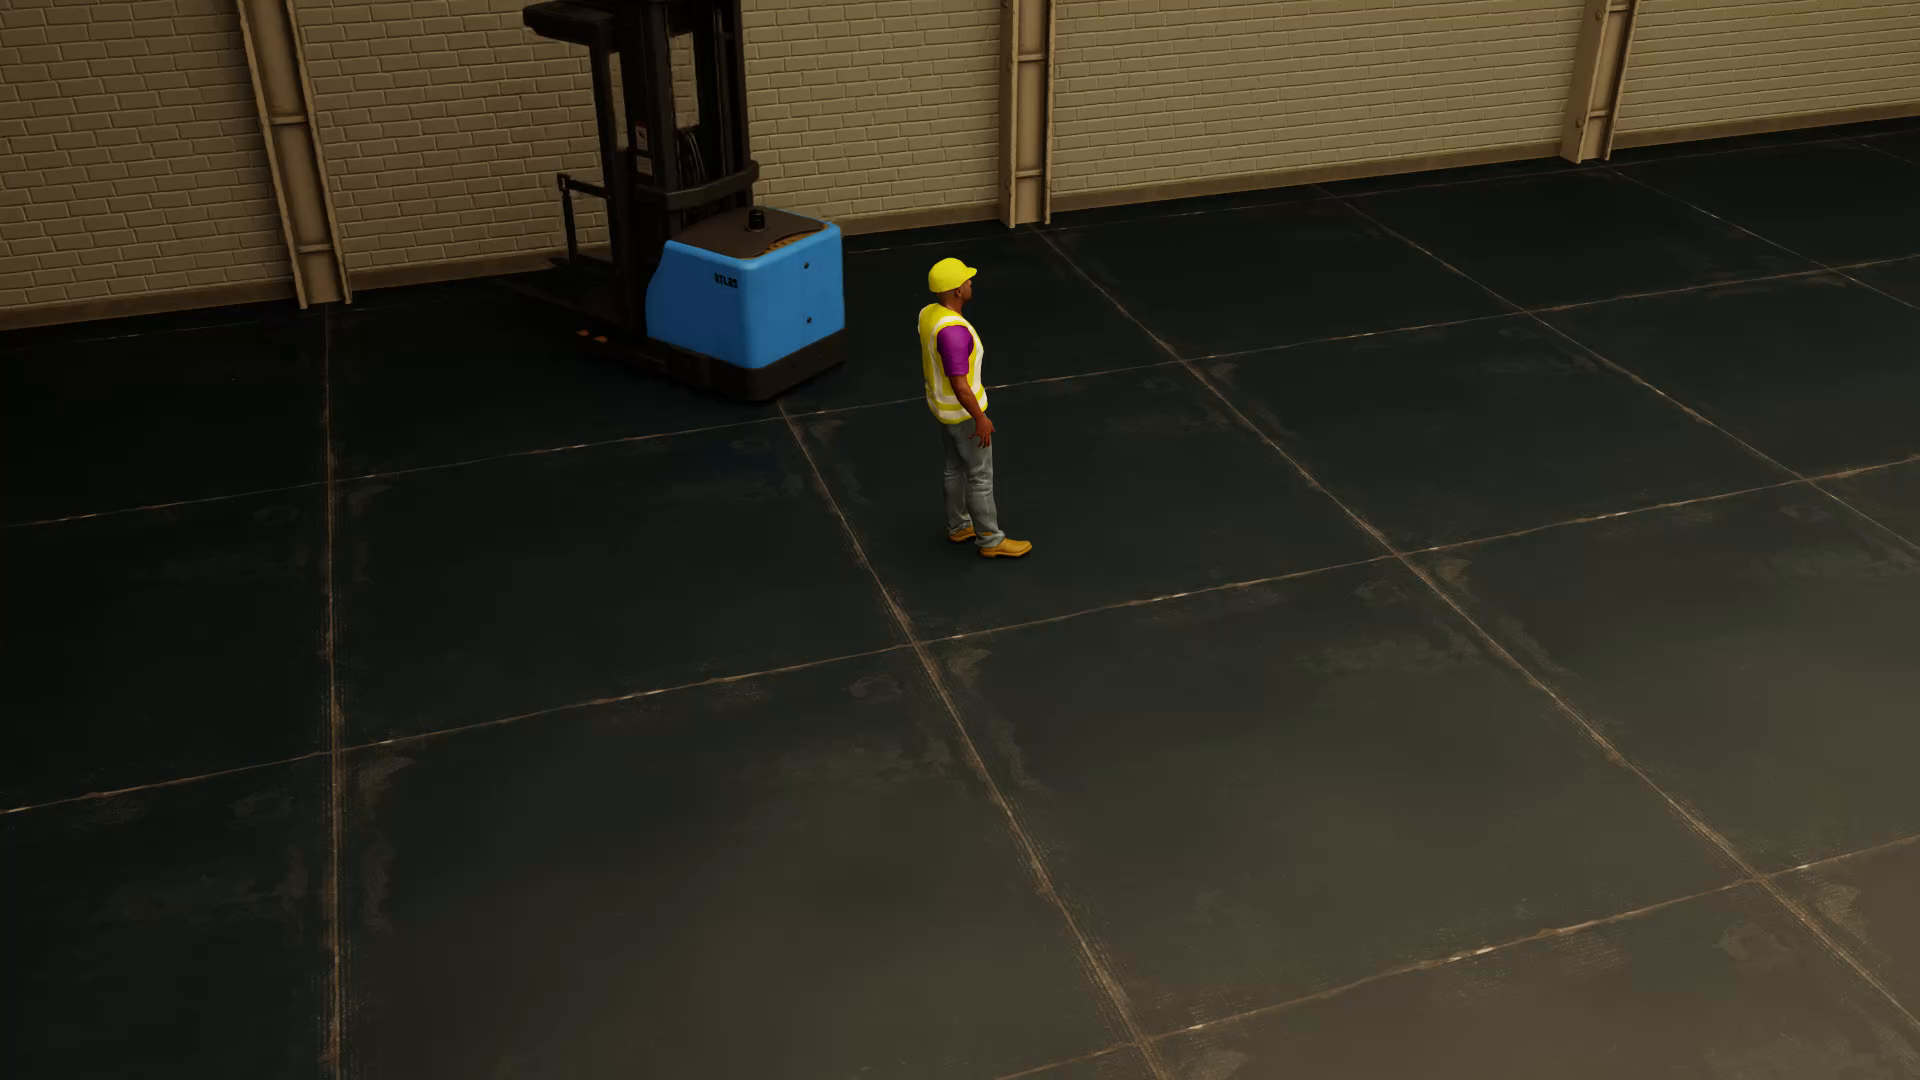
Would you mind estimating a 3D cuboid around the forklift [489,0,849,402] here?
[{"bbox_3d":[-2.308,-2.809,11.970,3.031,2.935,1.130,20,36,31],"label":"forklift"}]

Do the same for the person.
[{"bbox_3d":[0.068,-0.780,9.596,0.577,1.765,0.665,-10,31,-16],"label":"person"}]
